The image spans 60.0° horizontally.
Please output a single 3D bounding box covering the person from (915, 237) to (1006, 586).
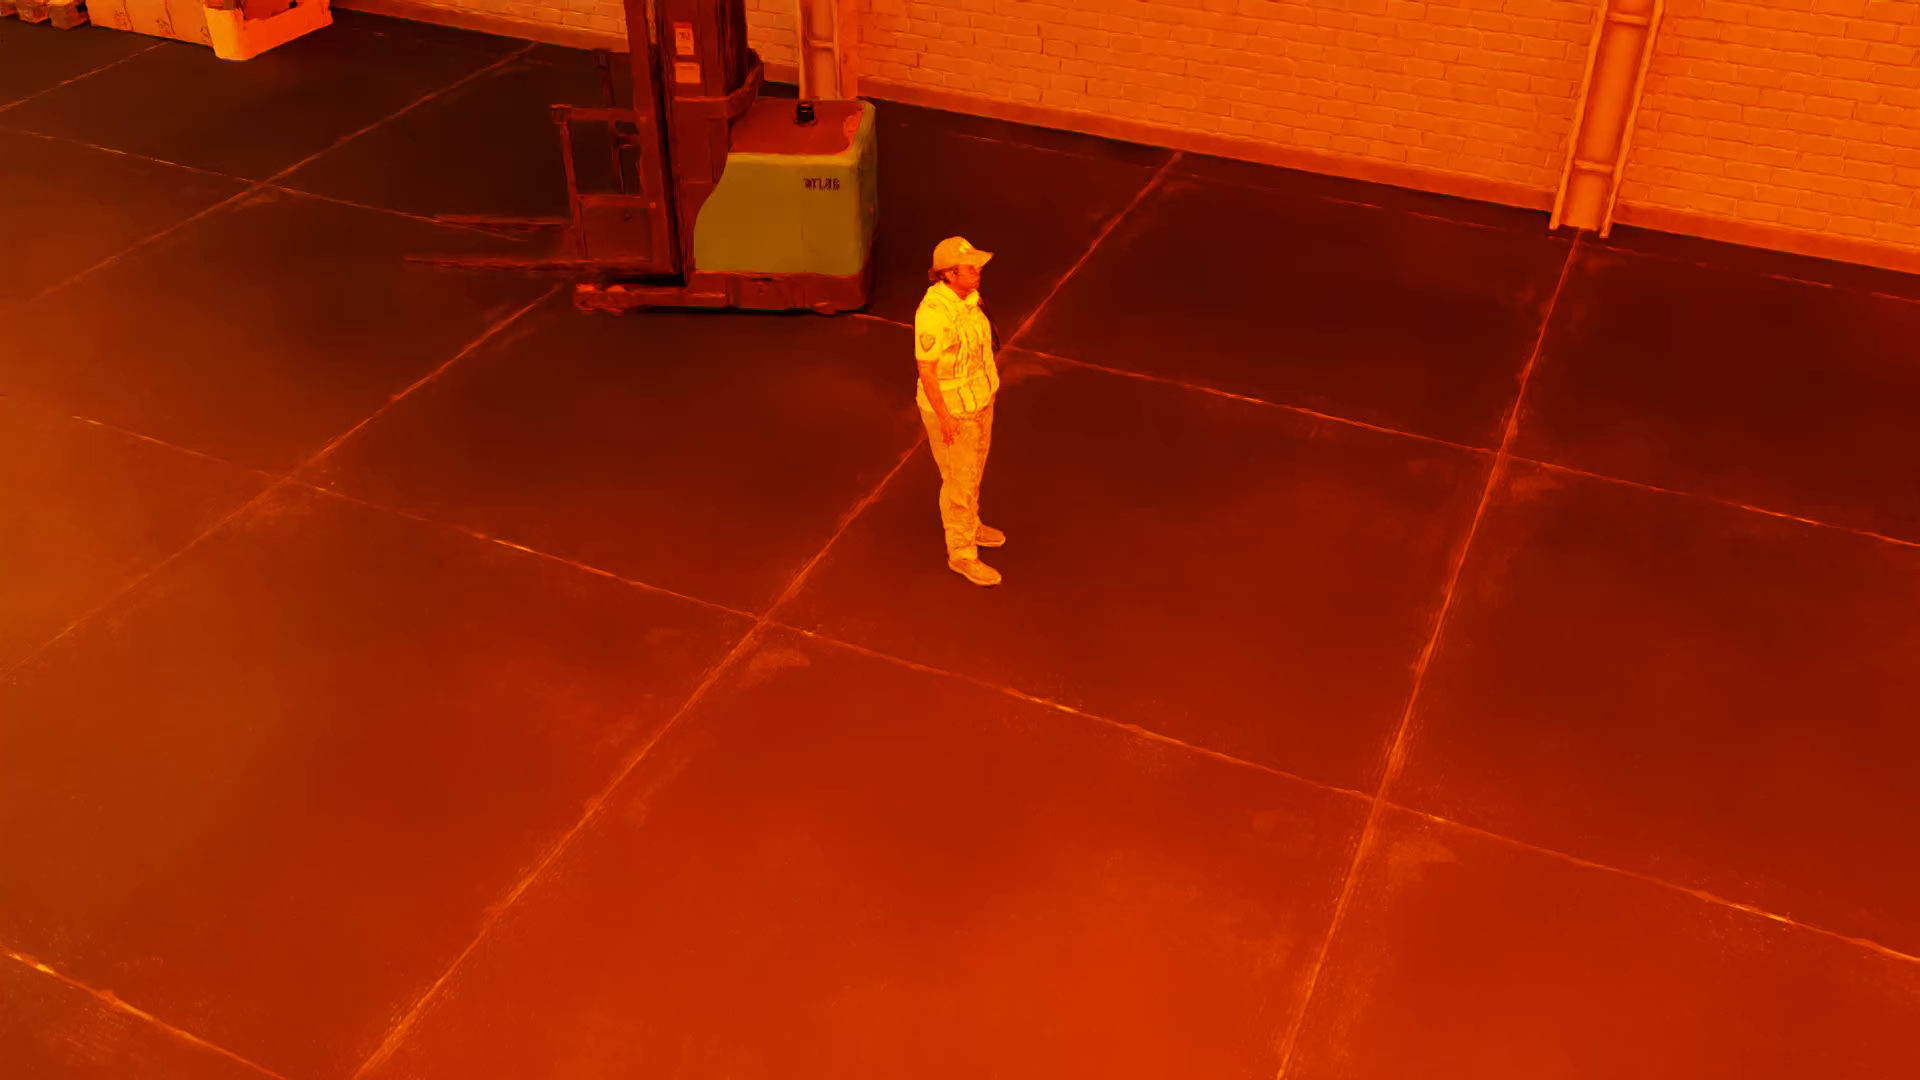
[{"bbox_3d":[0.060,-0.654,8.080,0.529,1.669,0.598,15,38,20],"label":"person"}]

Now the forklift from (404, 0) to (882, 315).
[{"bbox_3d":[-2.075,-2.959,10.235,3.031,2.935,1.130,3,36,4],"label":"forklift"}]
